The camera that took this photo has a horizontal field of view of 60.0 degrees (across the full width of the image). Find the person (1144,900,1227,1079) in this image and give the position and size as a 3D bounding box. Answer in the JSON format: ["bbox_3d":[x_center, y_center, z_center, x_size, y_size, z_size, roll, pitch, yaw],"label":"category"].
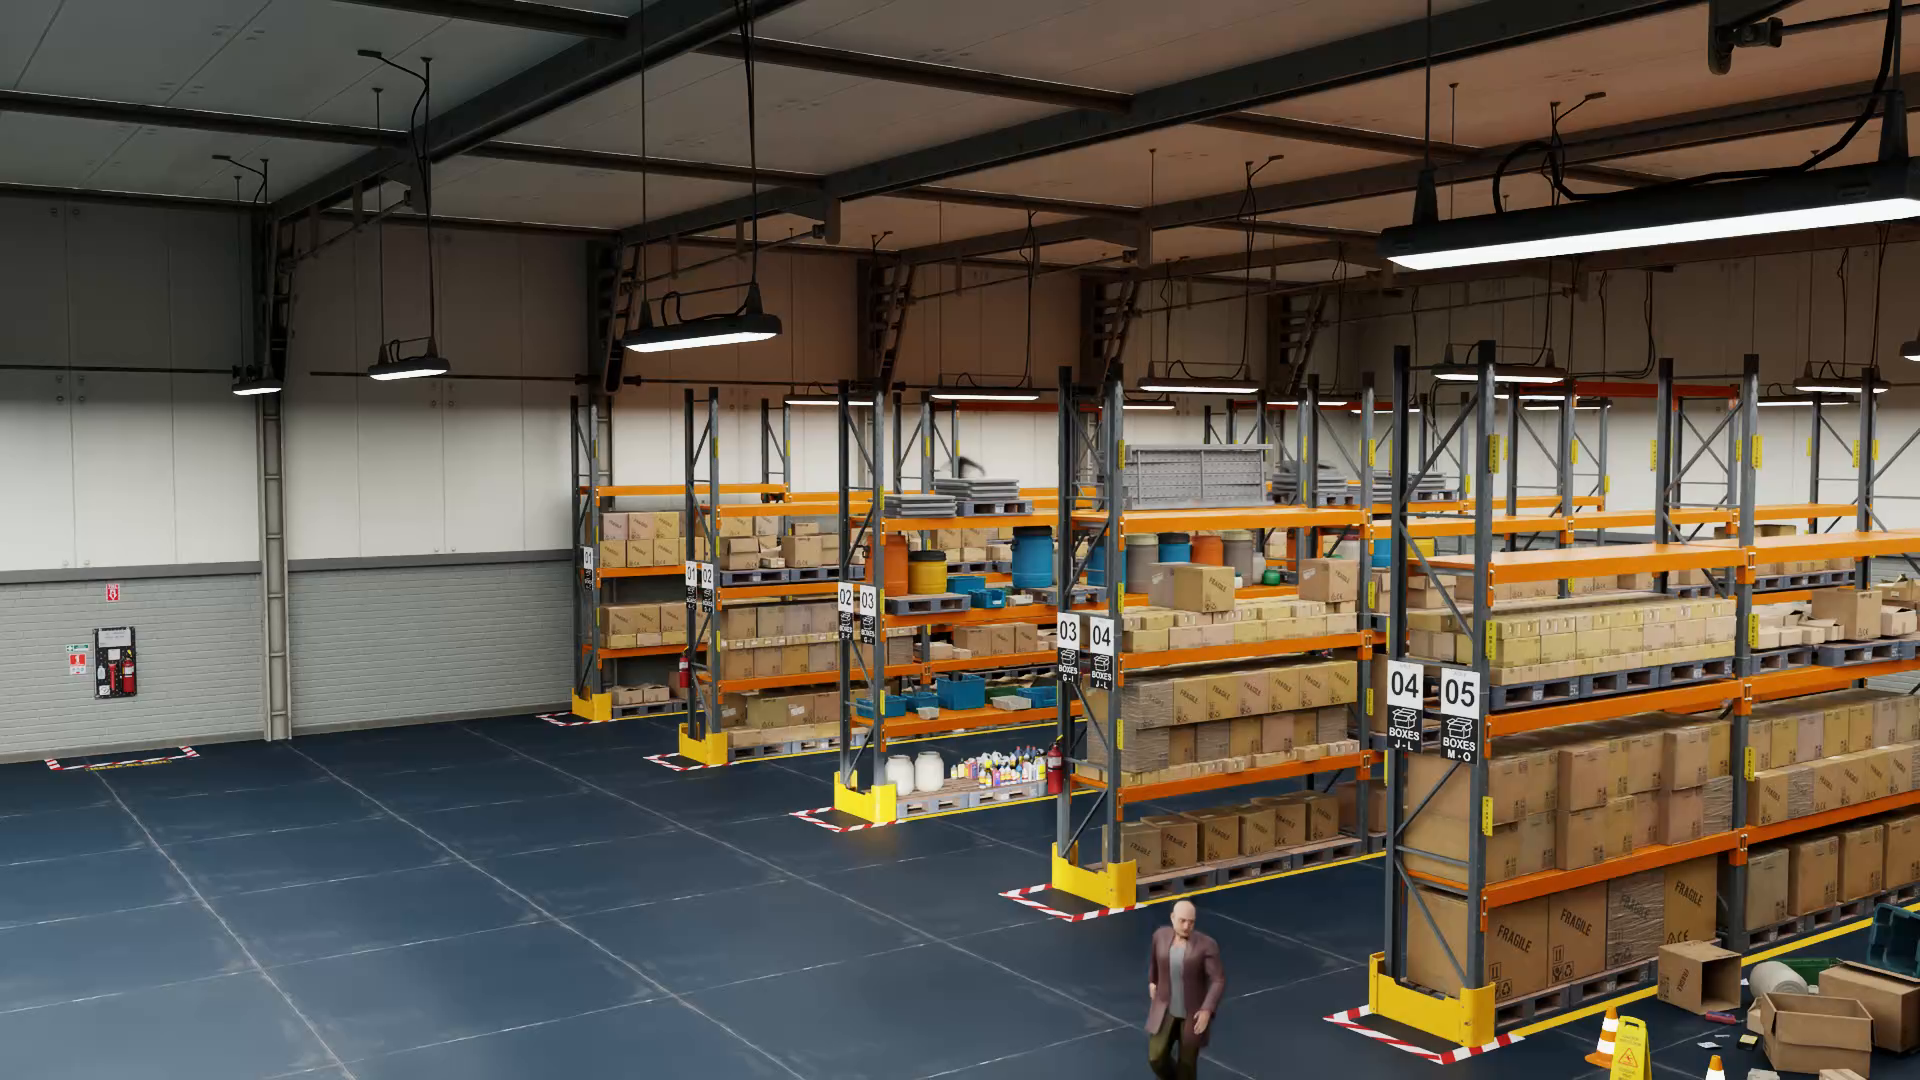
[{"bbox_3d":[1.657,3.536,12.461,0.714,1.722,0.814,1,4,23],"label":"person"}]

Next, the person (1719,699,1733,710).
[{"bbox_3d":[10.739,2.964,23.132,0.727,1.587,0.590,-1,4,-18],"label":"person"}]
